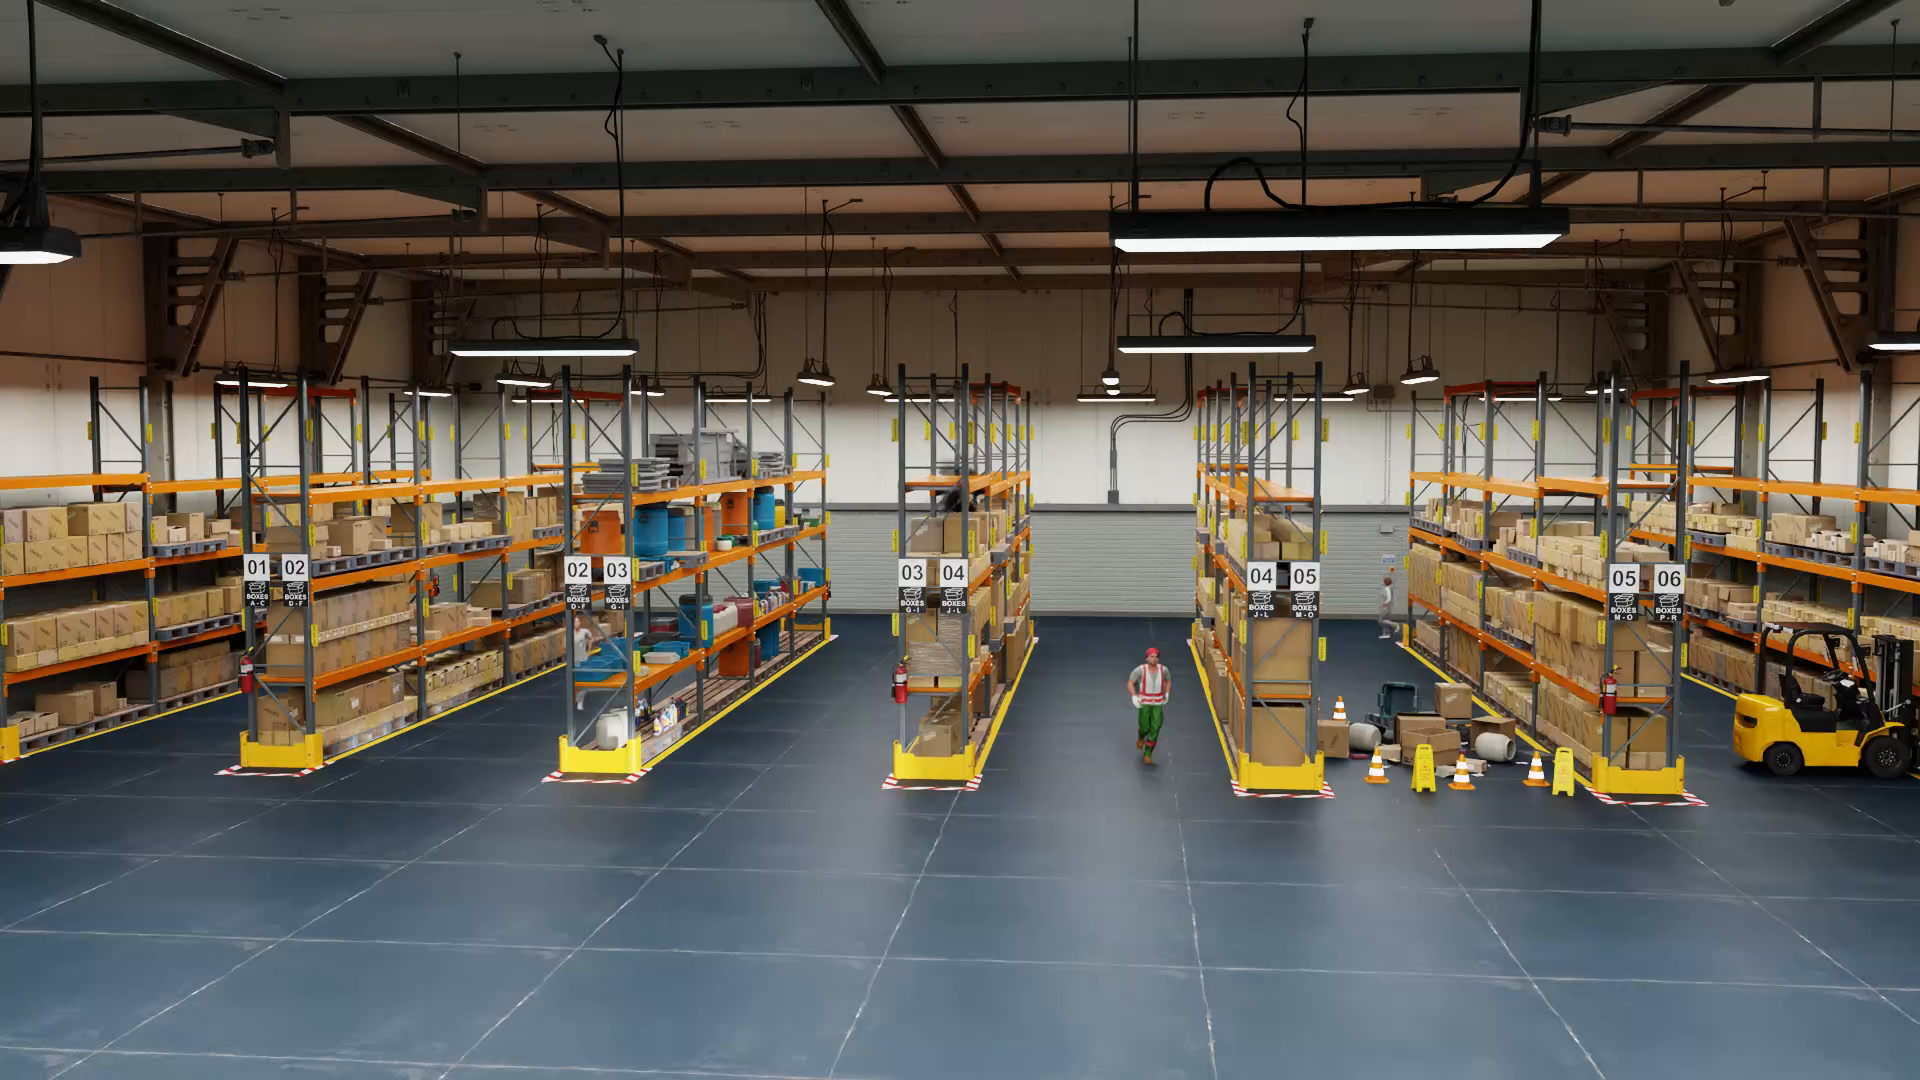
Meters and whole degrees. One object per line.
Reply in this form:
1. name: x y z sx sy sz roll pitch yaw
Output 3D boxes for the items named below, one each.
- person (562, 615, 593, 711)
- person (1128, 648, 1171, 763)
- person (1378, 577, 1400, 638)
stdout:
1. person: -6.989 2.210 30.387 0.518 1.696 0.887 0 4 -2
2. person: 2.913 2.506 25.443 0.680 1.746 0.626 -1 4 -8
3. person: 10.426 1.656 40.390 0.534 1.542 0.582 1 4 21
